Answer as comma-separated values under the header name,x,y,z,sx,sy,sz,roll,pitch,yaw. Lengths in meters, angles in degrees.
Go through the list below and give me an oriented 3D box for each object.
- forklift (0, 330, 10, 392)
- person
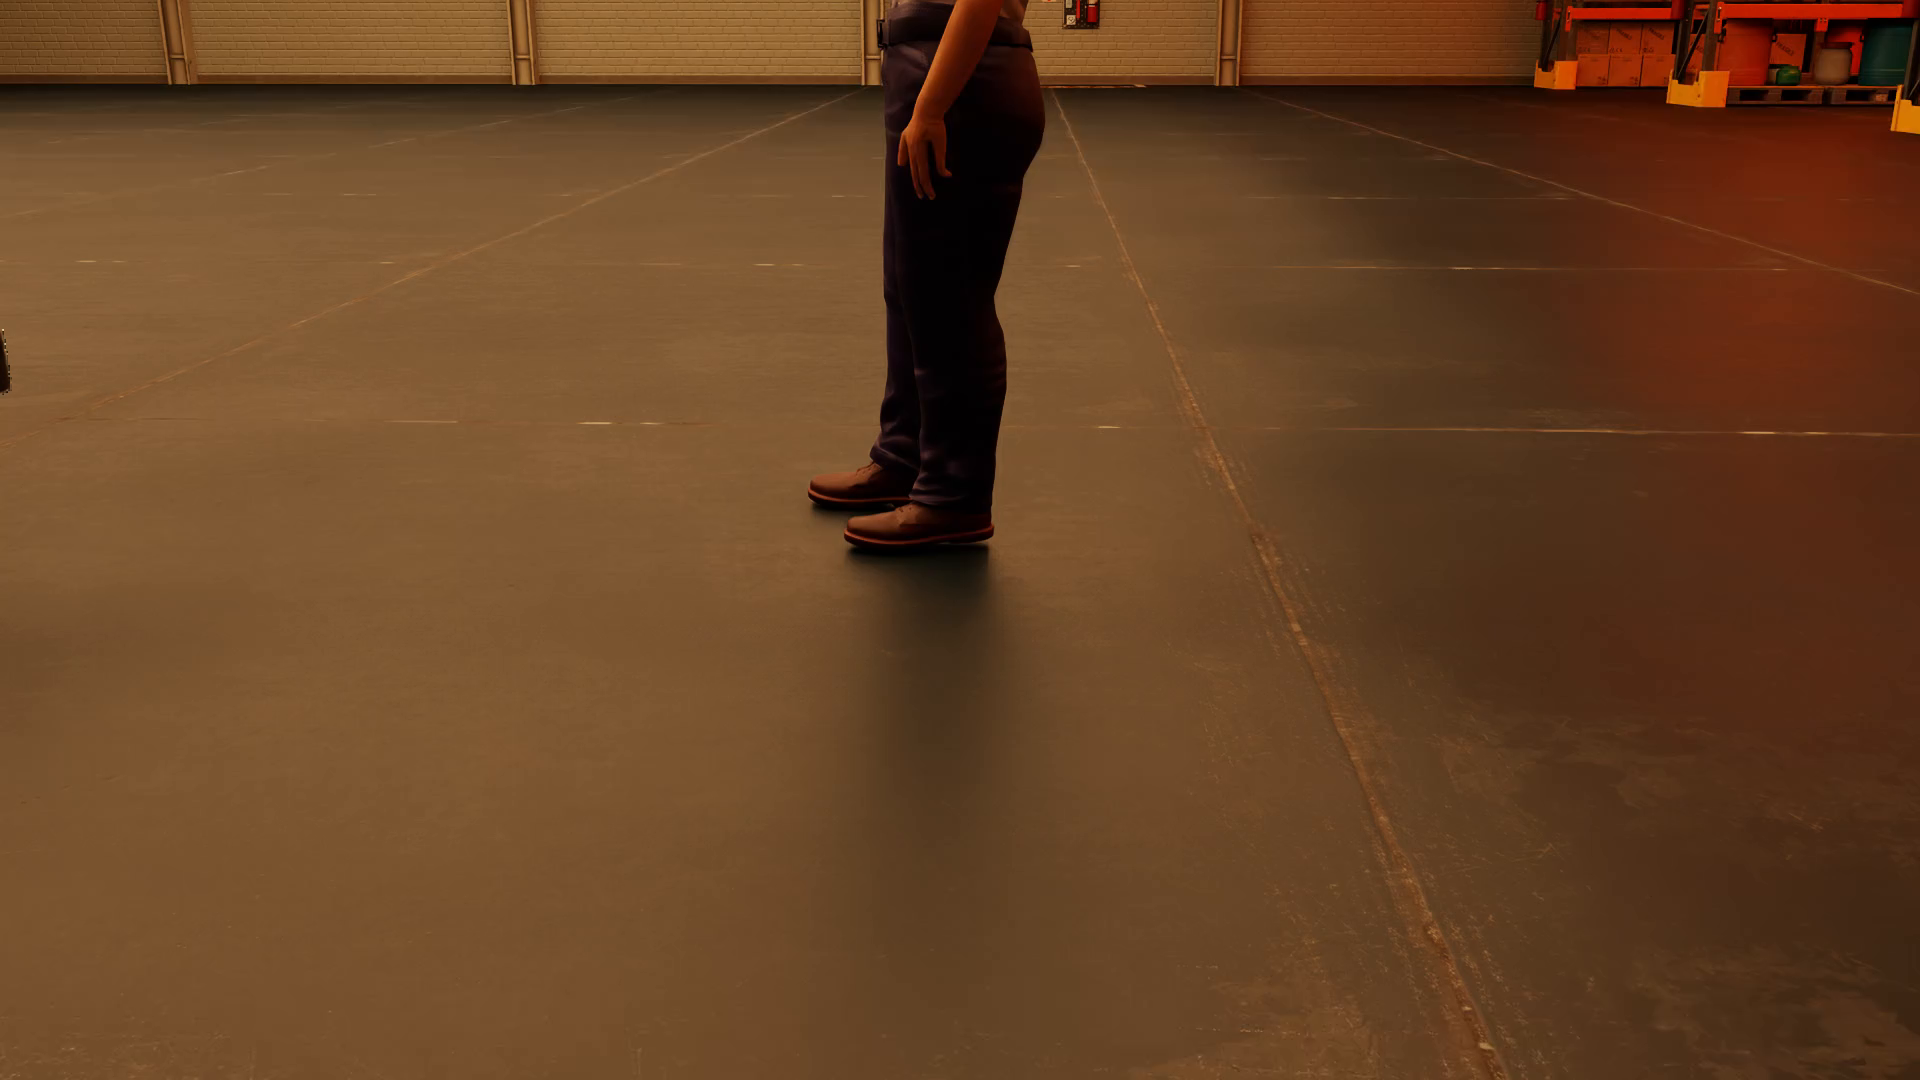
name,x,y,z,sx,sy,sz,roll,pitch,yaw
forklift,-4.097,-1.696,3.891,3.031,2.935,1.130,4,18,12
person,-0.088,-0.803,3.150,0.503,1.651,0.598,1,17,2
